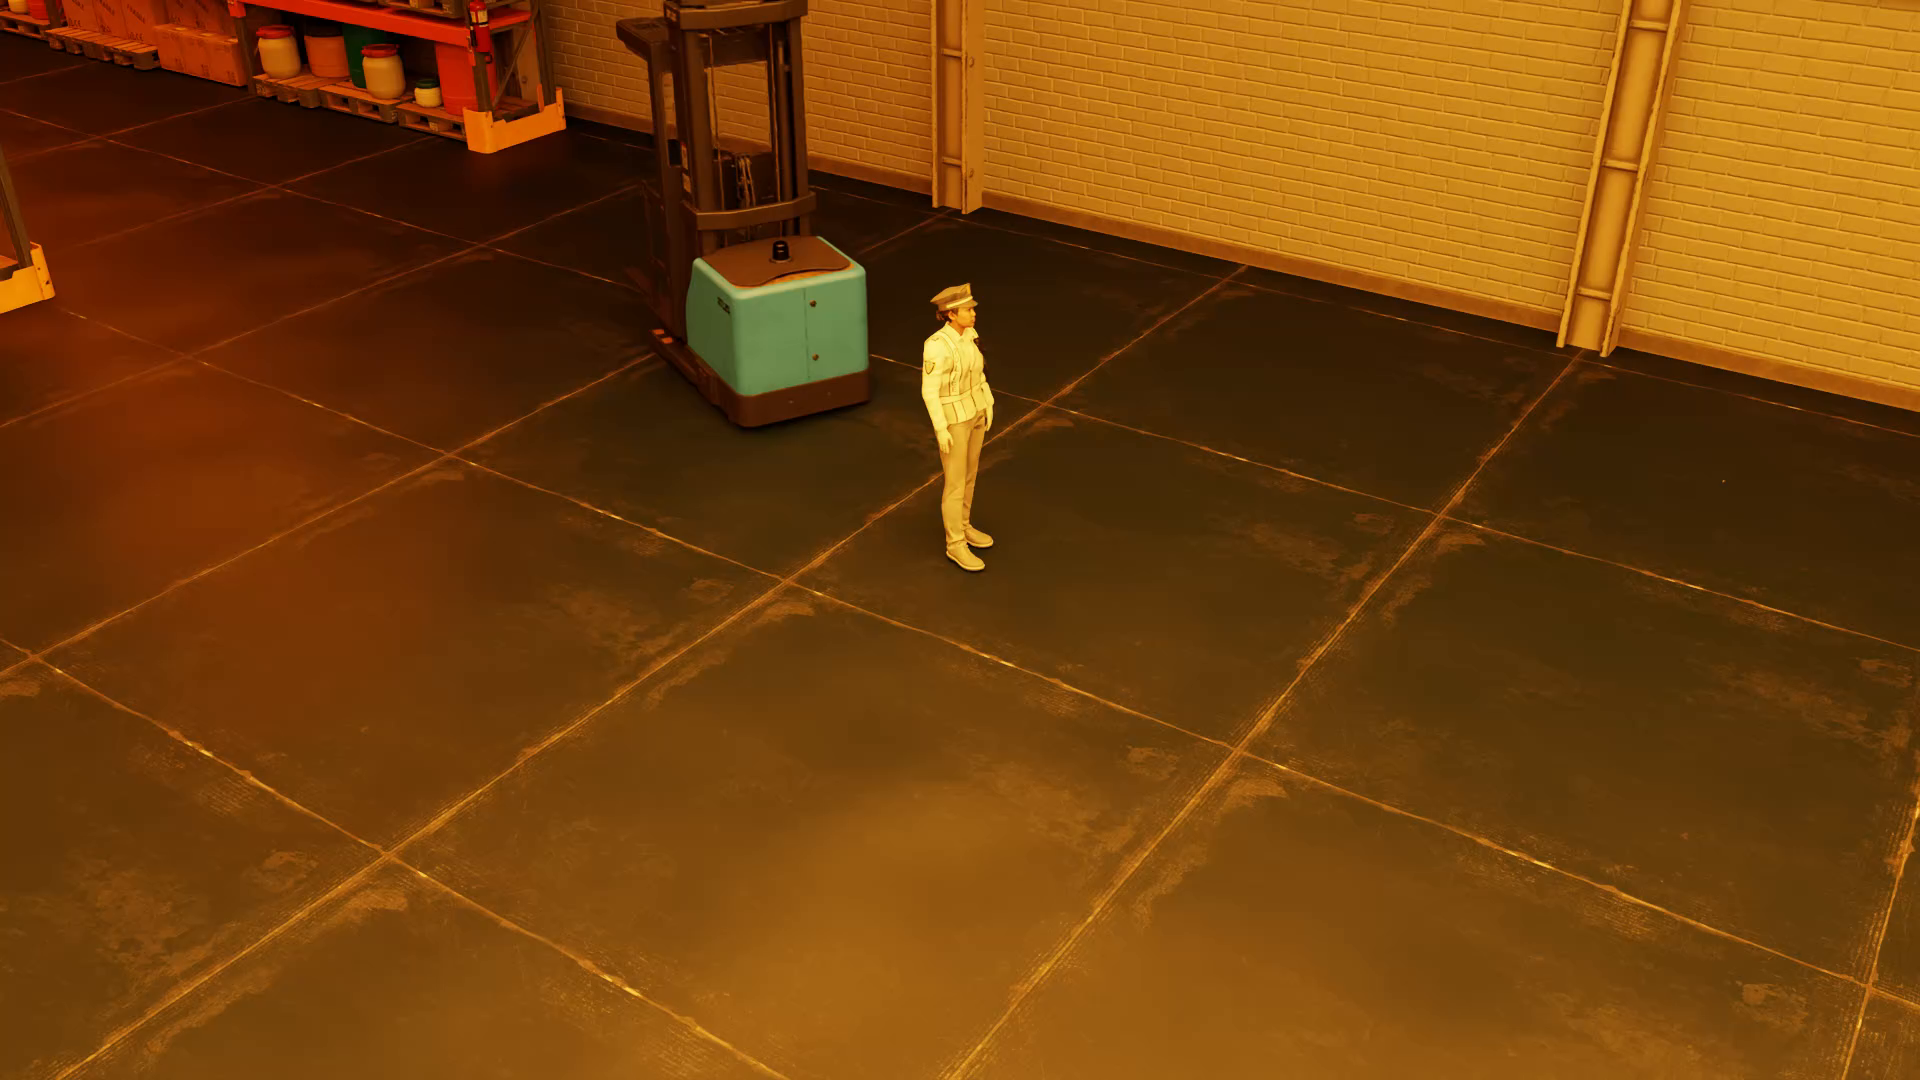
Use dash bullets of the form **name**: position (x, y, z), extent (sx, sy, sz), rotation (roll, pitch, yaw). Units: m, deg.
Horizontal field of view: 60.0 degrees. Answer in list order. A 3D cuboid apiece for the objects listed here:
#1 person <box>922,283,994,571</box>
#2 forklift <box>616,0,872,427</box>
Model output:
- **person**: position (0.053, -0.717, 10.033), extent (0.531, 1.695, 0.587), rotation (19, 35, 29)
- **forklift**: position (-1.795, -2.774, 12.358), extent (1.130, 2.935, 3.031), rotation (-15, 34, -25)
